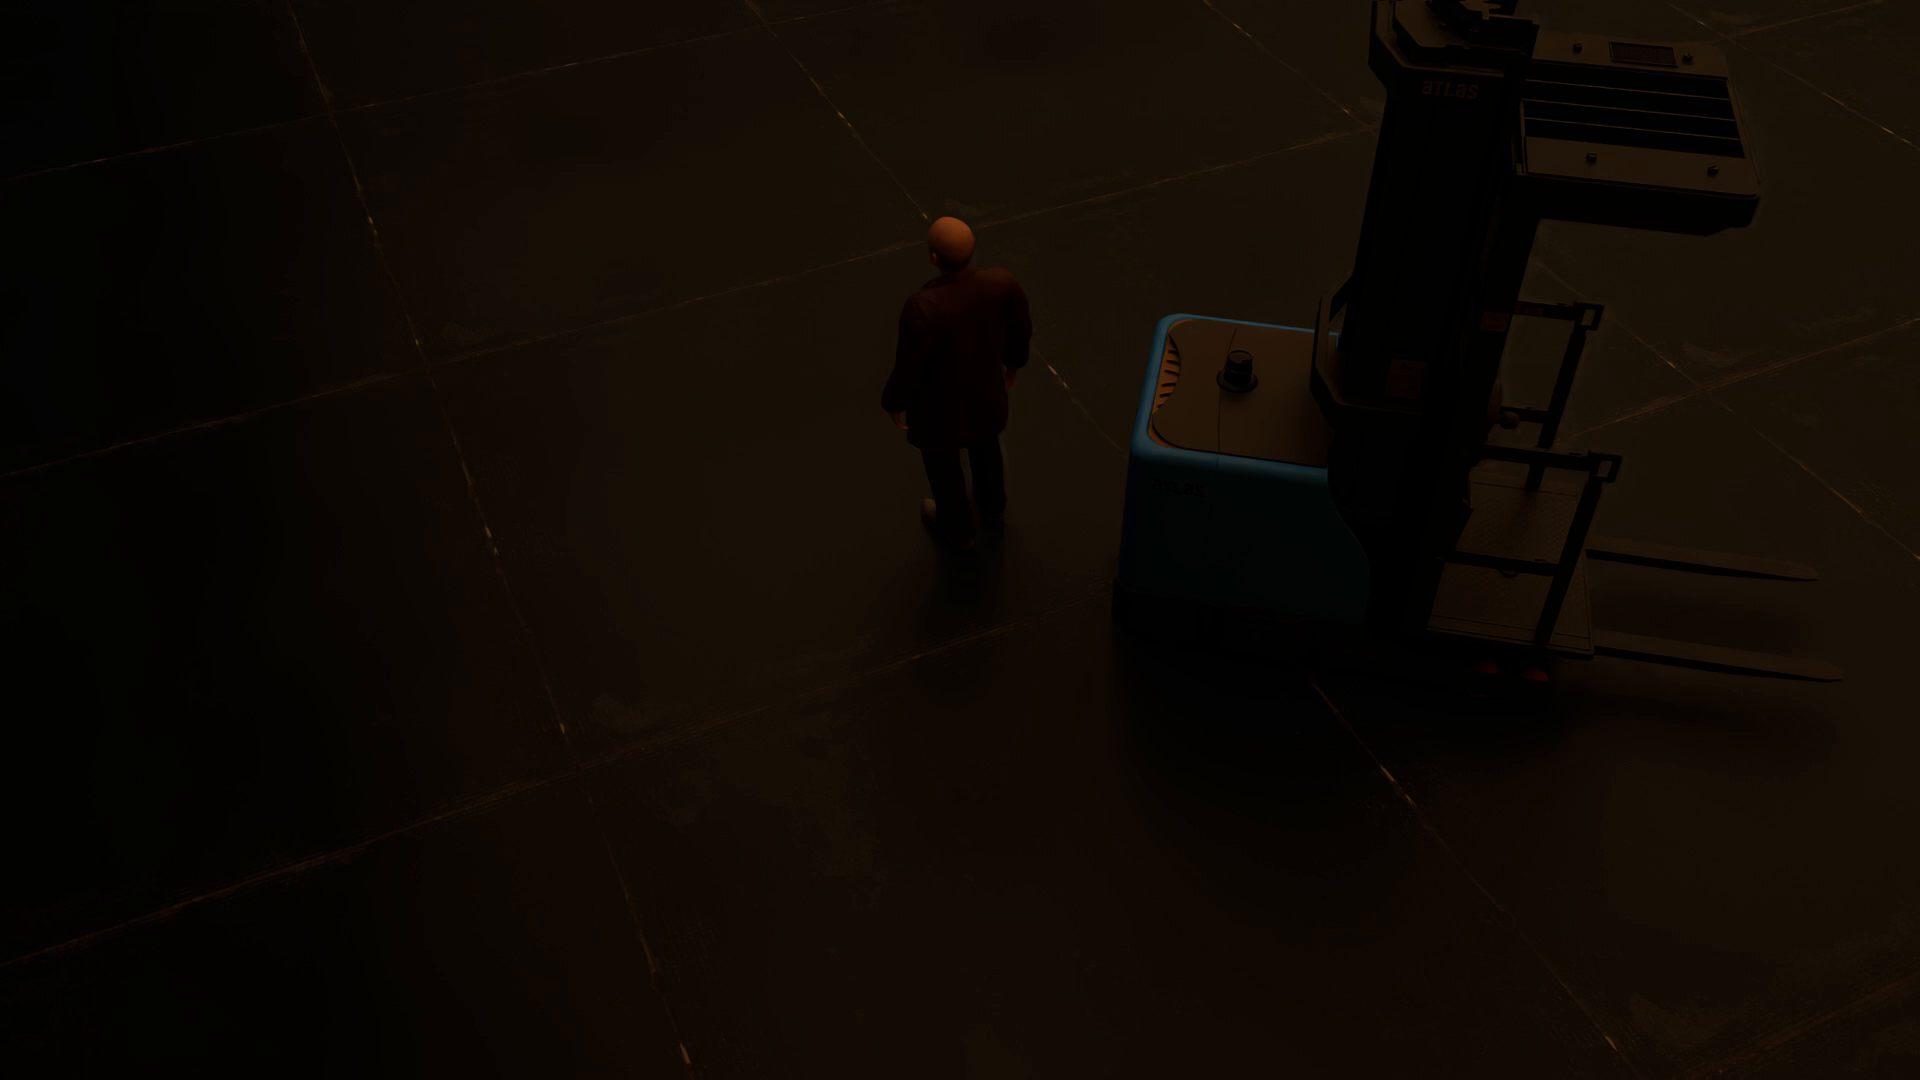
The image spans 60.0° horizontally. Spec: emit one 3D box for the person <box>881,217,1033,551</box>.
[{"bbox_3d":[-0.052,-0.709,7.287,0.699,1.778,0.549,-18,46,-19],"label":"person"}]

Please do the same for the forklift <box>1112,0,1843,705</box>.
[{"bbox_3d":[2.244,-0.768,6.503,3.031,2.935,1.130,8,44,9],"label":"forklift"}]
